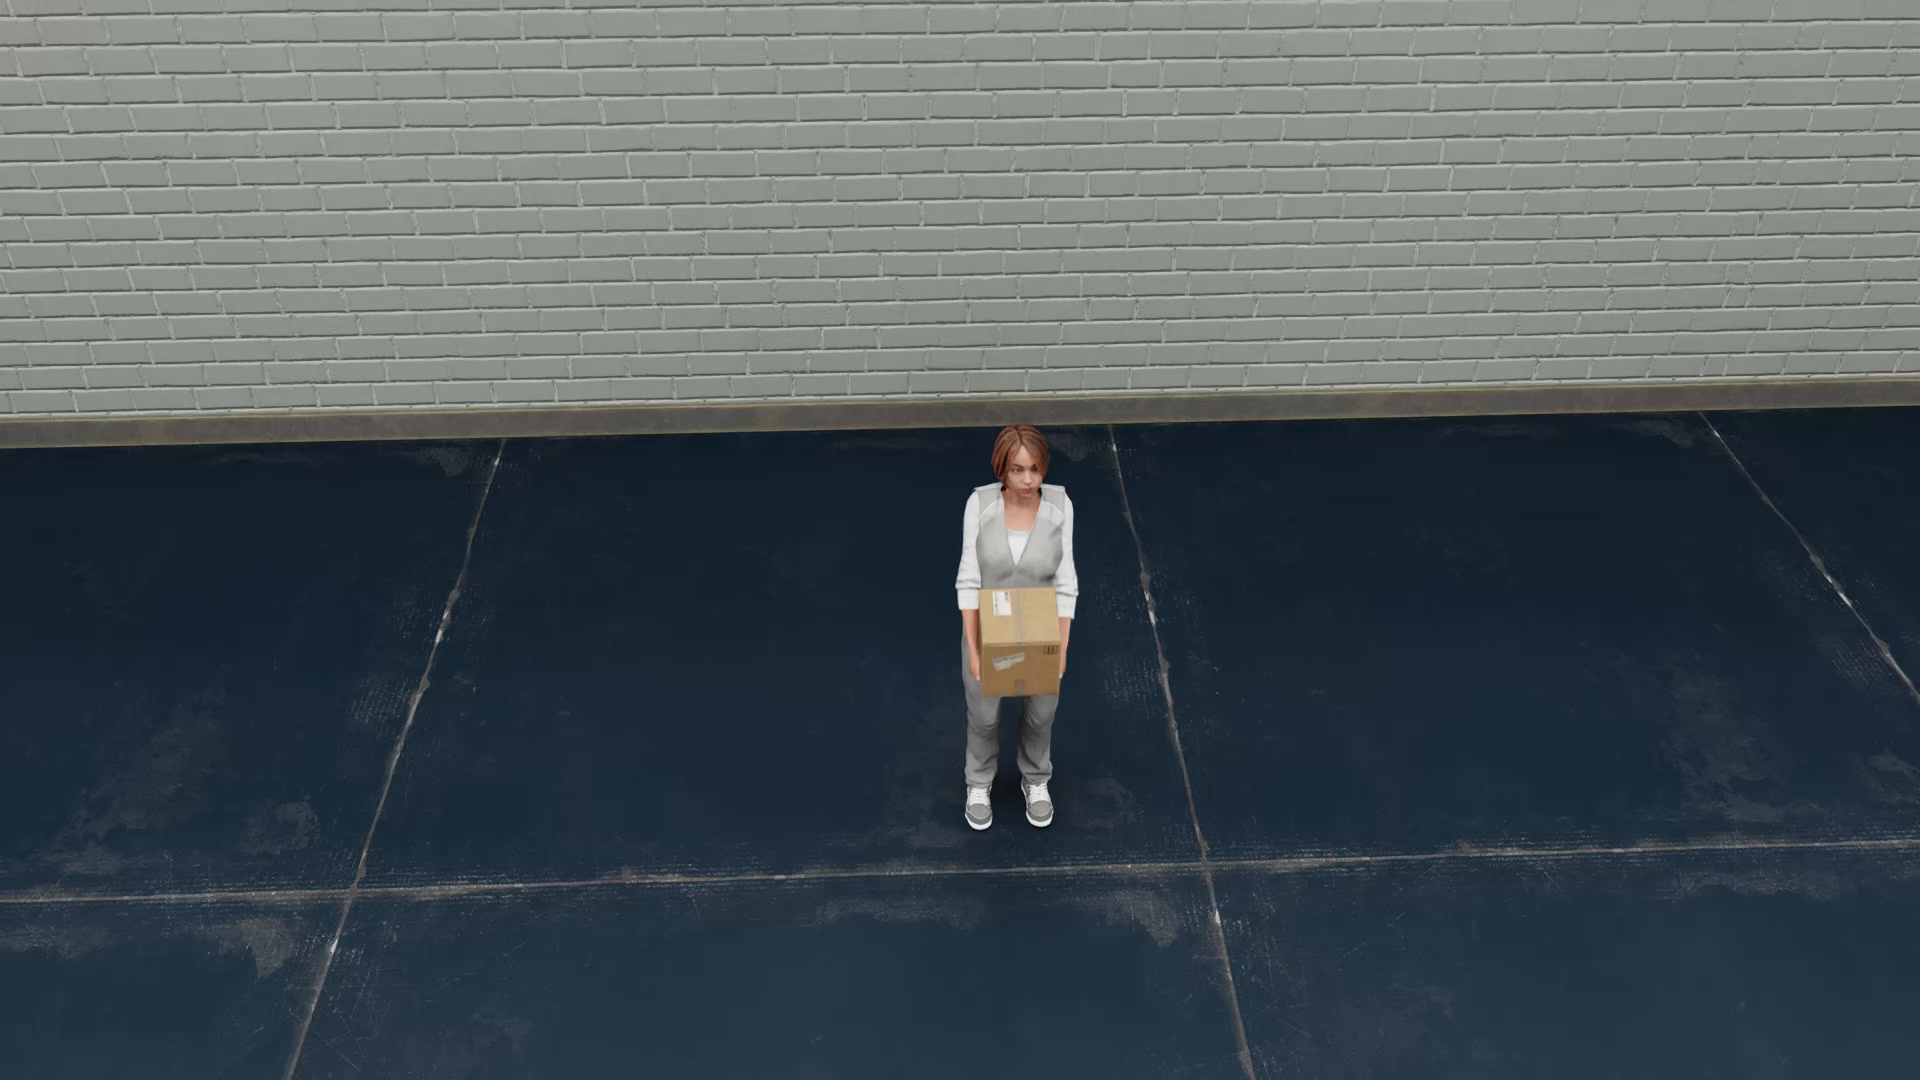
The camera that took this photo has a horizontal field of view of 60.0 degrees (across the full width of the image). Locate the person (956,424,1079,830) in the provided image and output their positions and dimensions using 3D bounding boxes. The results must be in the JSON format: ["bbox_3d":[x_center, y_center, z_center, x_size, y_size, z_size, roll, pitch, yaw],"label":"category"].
[{"bbox_3d":[0.190,0.370,5.645,0.406,1.588,0.497,-1,36,-2],"label":"person"}]
